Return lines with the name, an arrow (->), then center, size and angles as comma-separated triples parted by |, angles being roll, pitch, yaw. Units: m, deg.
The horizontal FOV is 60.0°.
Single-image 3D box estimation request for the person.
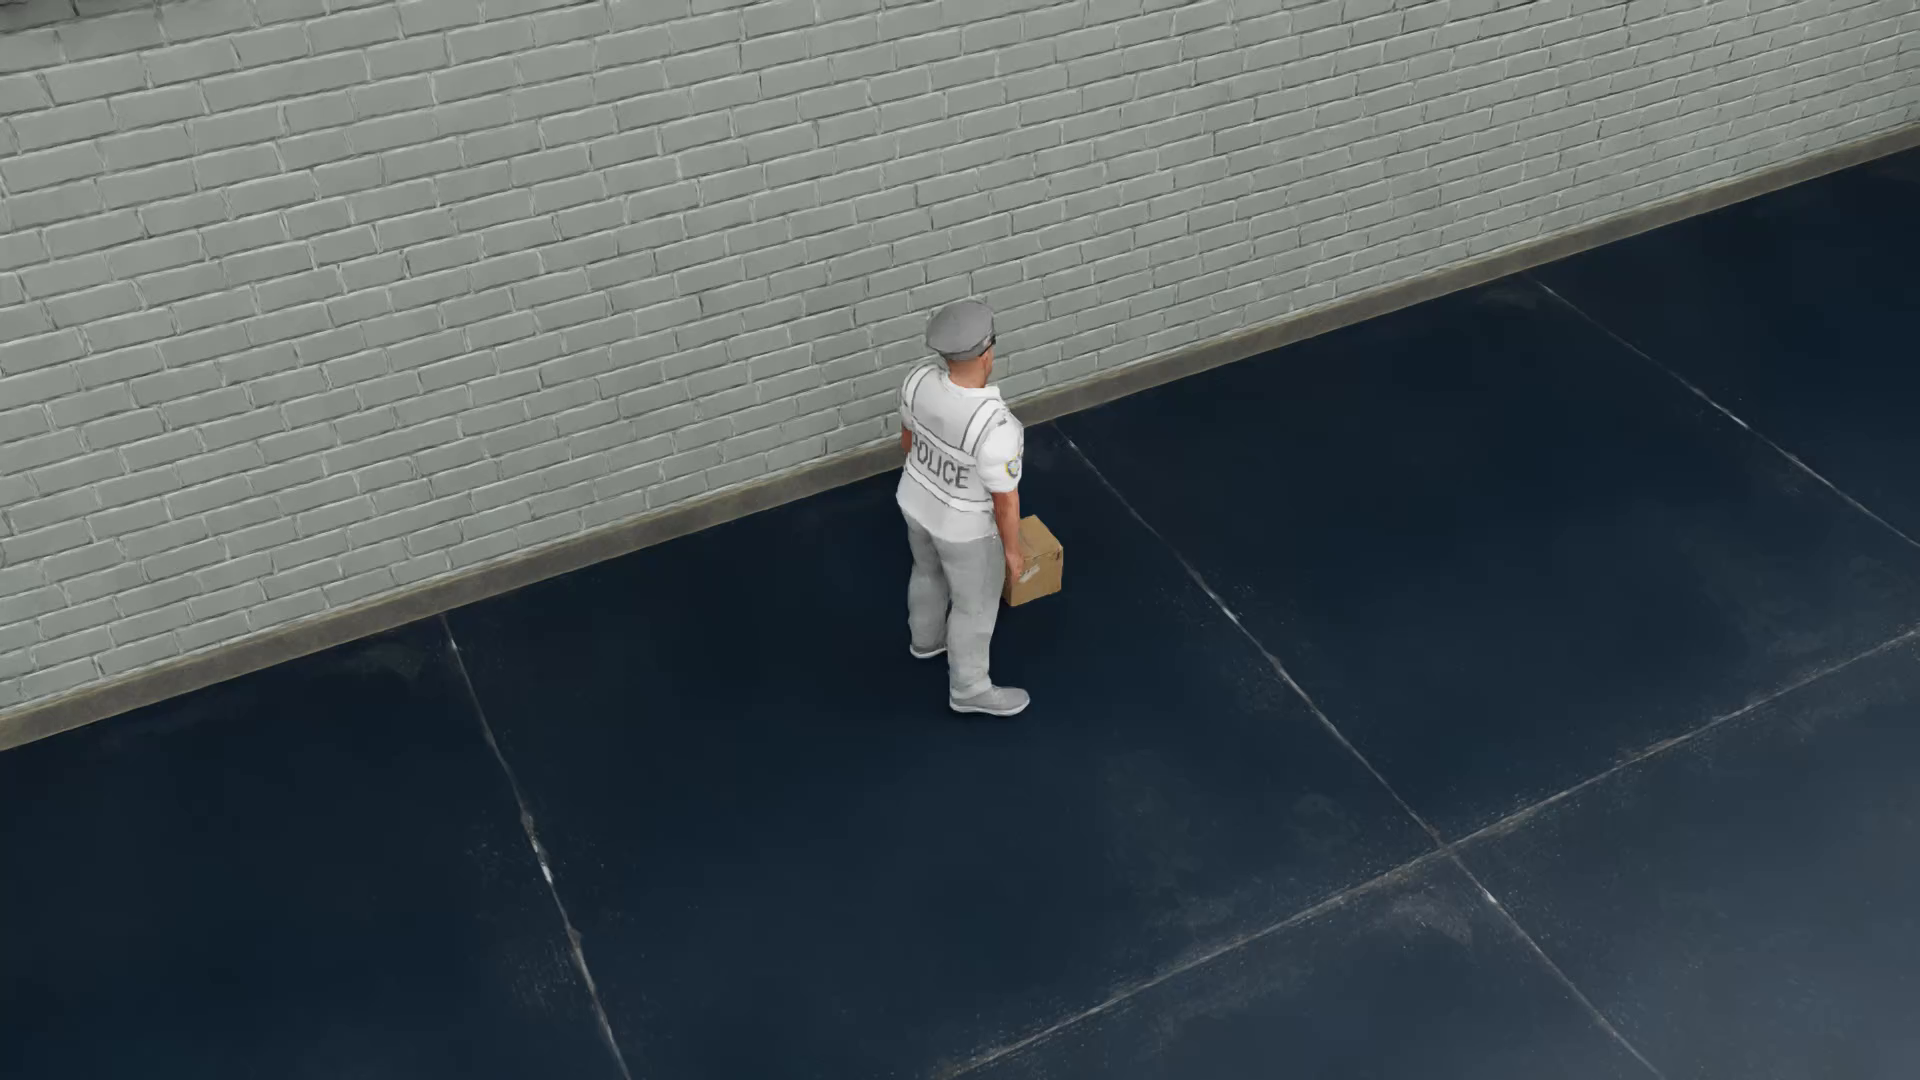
person -> -0.001, -0.124, 6.246 | 0.430, 1.778, 0.664 | -31, 50, -30
